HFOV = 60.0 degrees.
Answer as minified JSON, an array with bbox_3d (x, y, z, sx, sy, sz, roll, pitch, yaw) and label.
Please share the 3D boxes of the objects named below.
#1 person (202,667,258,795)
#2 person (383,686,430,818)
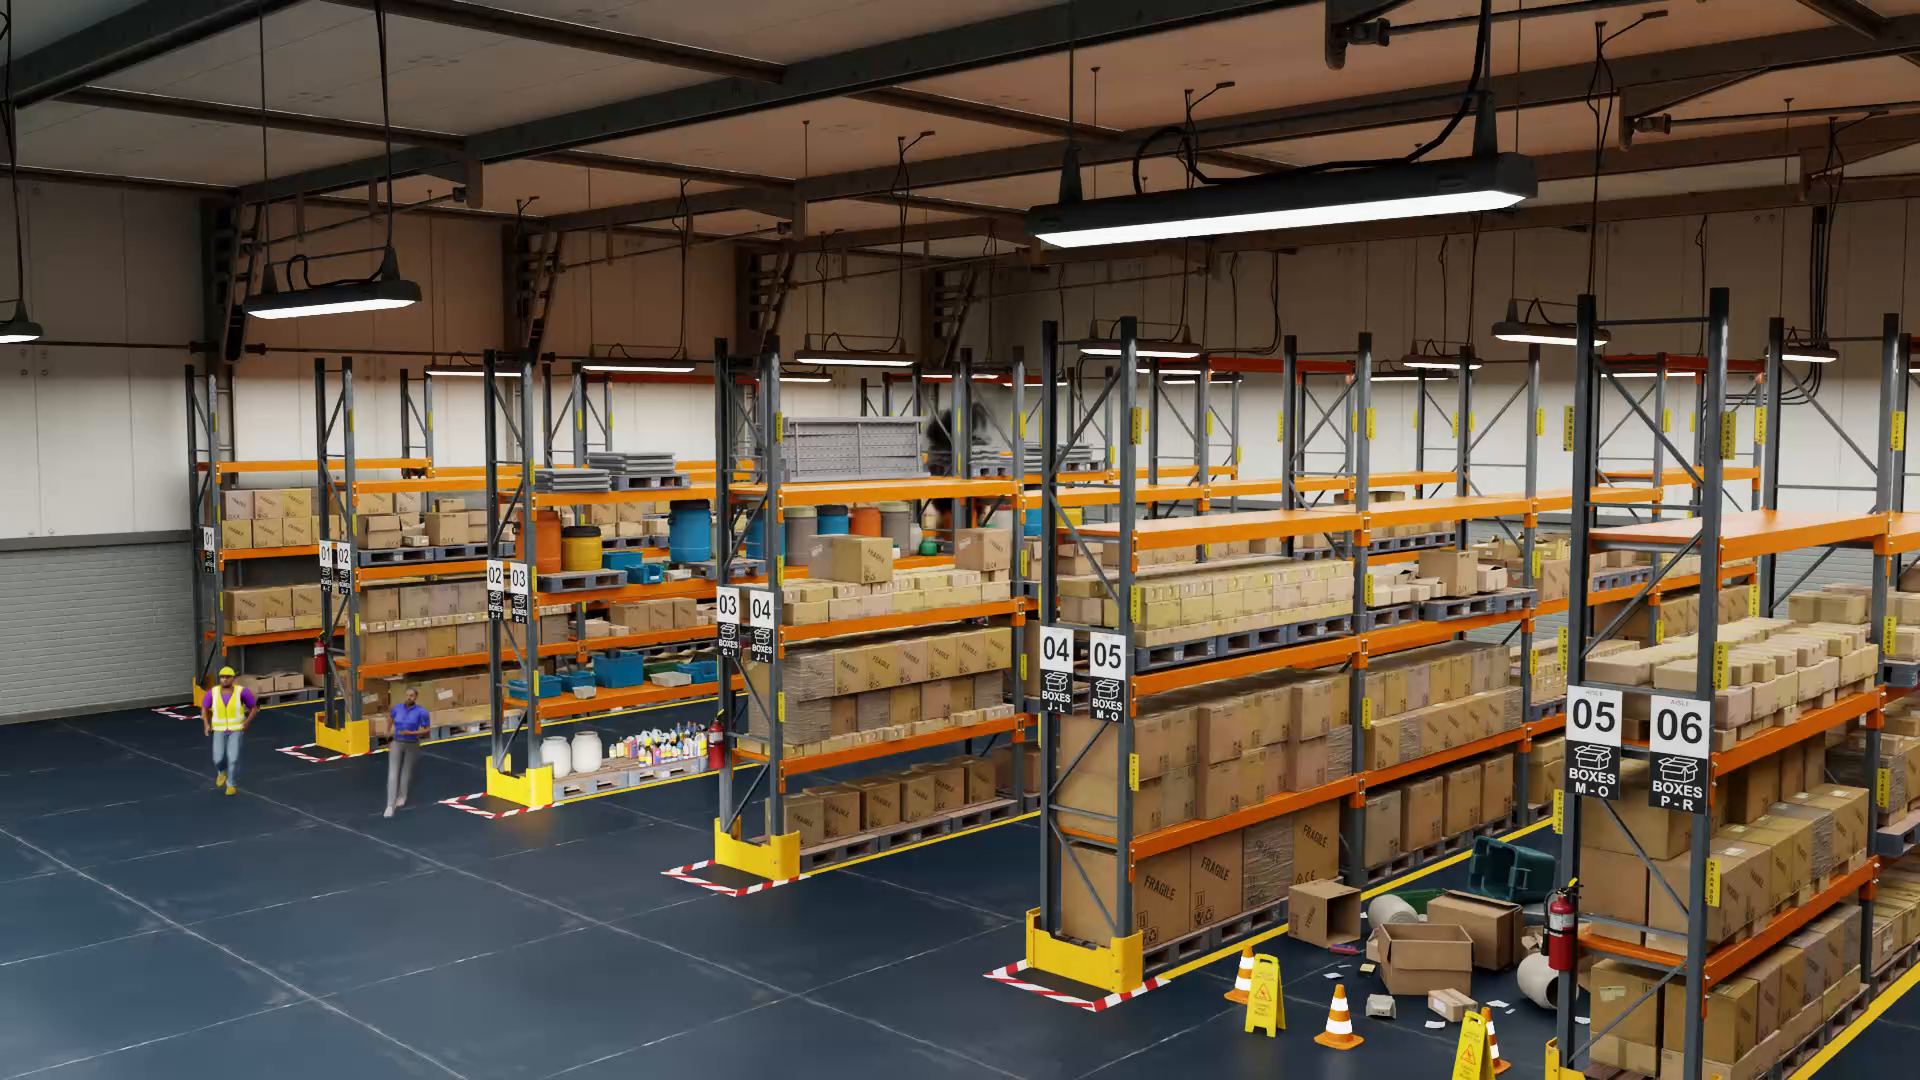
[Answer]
[{"bbox_3d":[-9.910,2.576,22.571,0.715,1.733,0.578,-1,5,-18],"label":"person"},{"bbox_3d":[-7.144,2.728,21.538,0.589,1.697,0.696,-1,4,-11],"label":"person"}]
